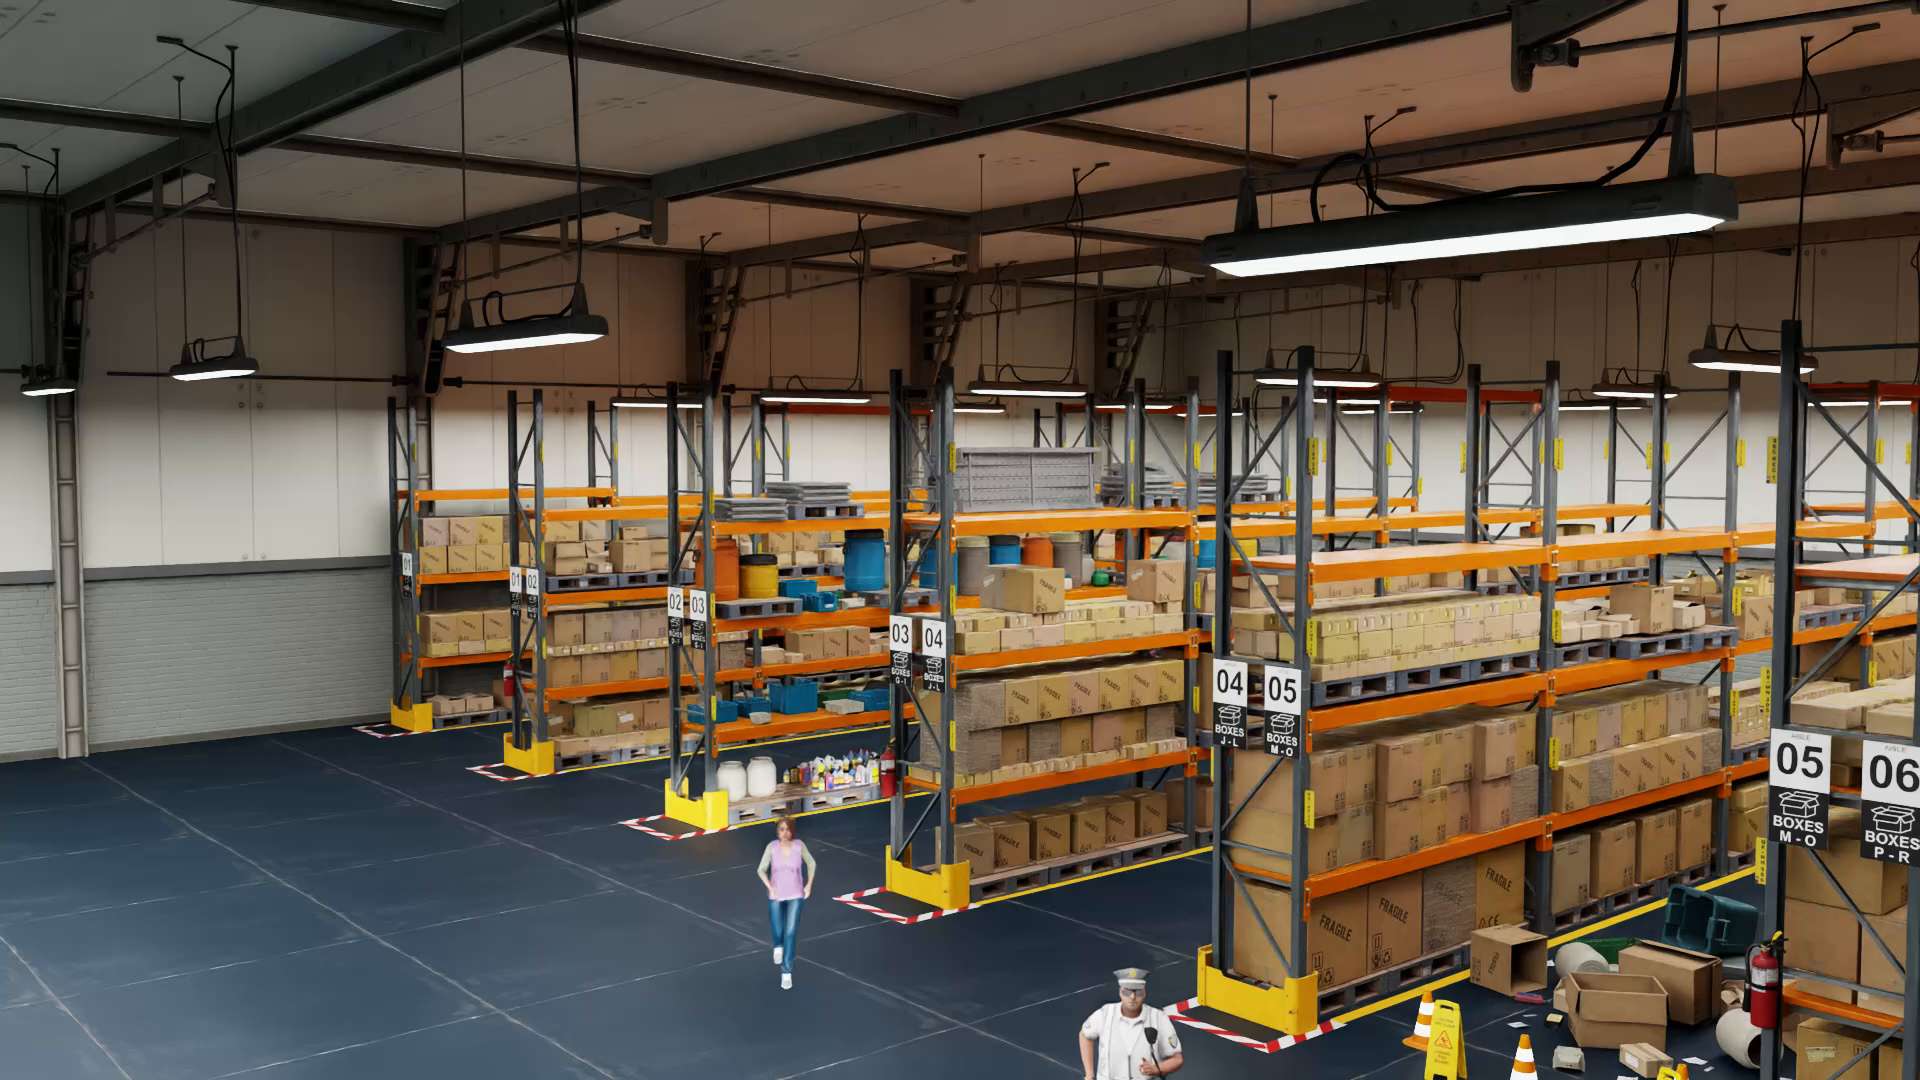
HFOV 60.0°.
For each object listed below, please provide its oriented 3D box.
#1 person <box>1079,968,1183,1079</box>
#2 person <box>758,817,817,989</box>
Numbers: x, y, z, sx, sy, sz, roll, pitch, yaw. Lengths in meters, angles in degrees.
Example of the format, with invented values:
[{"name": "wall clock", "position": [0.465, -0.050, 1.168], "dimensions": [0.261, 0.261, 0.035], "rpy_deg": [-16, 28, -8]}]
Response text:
[{"name": "person", "position": [1.101, 3.625, 10.742], "dimensions": [0.649, 1.782, 0.976], "rpy_deg": [0, 3, 2]}, {"name": "person", "position": [-1.665, 3.447, 16.030], "dimensions": [0.565, 1.595, 0.680], "rpy_deg": [0, 3, -4]}]
